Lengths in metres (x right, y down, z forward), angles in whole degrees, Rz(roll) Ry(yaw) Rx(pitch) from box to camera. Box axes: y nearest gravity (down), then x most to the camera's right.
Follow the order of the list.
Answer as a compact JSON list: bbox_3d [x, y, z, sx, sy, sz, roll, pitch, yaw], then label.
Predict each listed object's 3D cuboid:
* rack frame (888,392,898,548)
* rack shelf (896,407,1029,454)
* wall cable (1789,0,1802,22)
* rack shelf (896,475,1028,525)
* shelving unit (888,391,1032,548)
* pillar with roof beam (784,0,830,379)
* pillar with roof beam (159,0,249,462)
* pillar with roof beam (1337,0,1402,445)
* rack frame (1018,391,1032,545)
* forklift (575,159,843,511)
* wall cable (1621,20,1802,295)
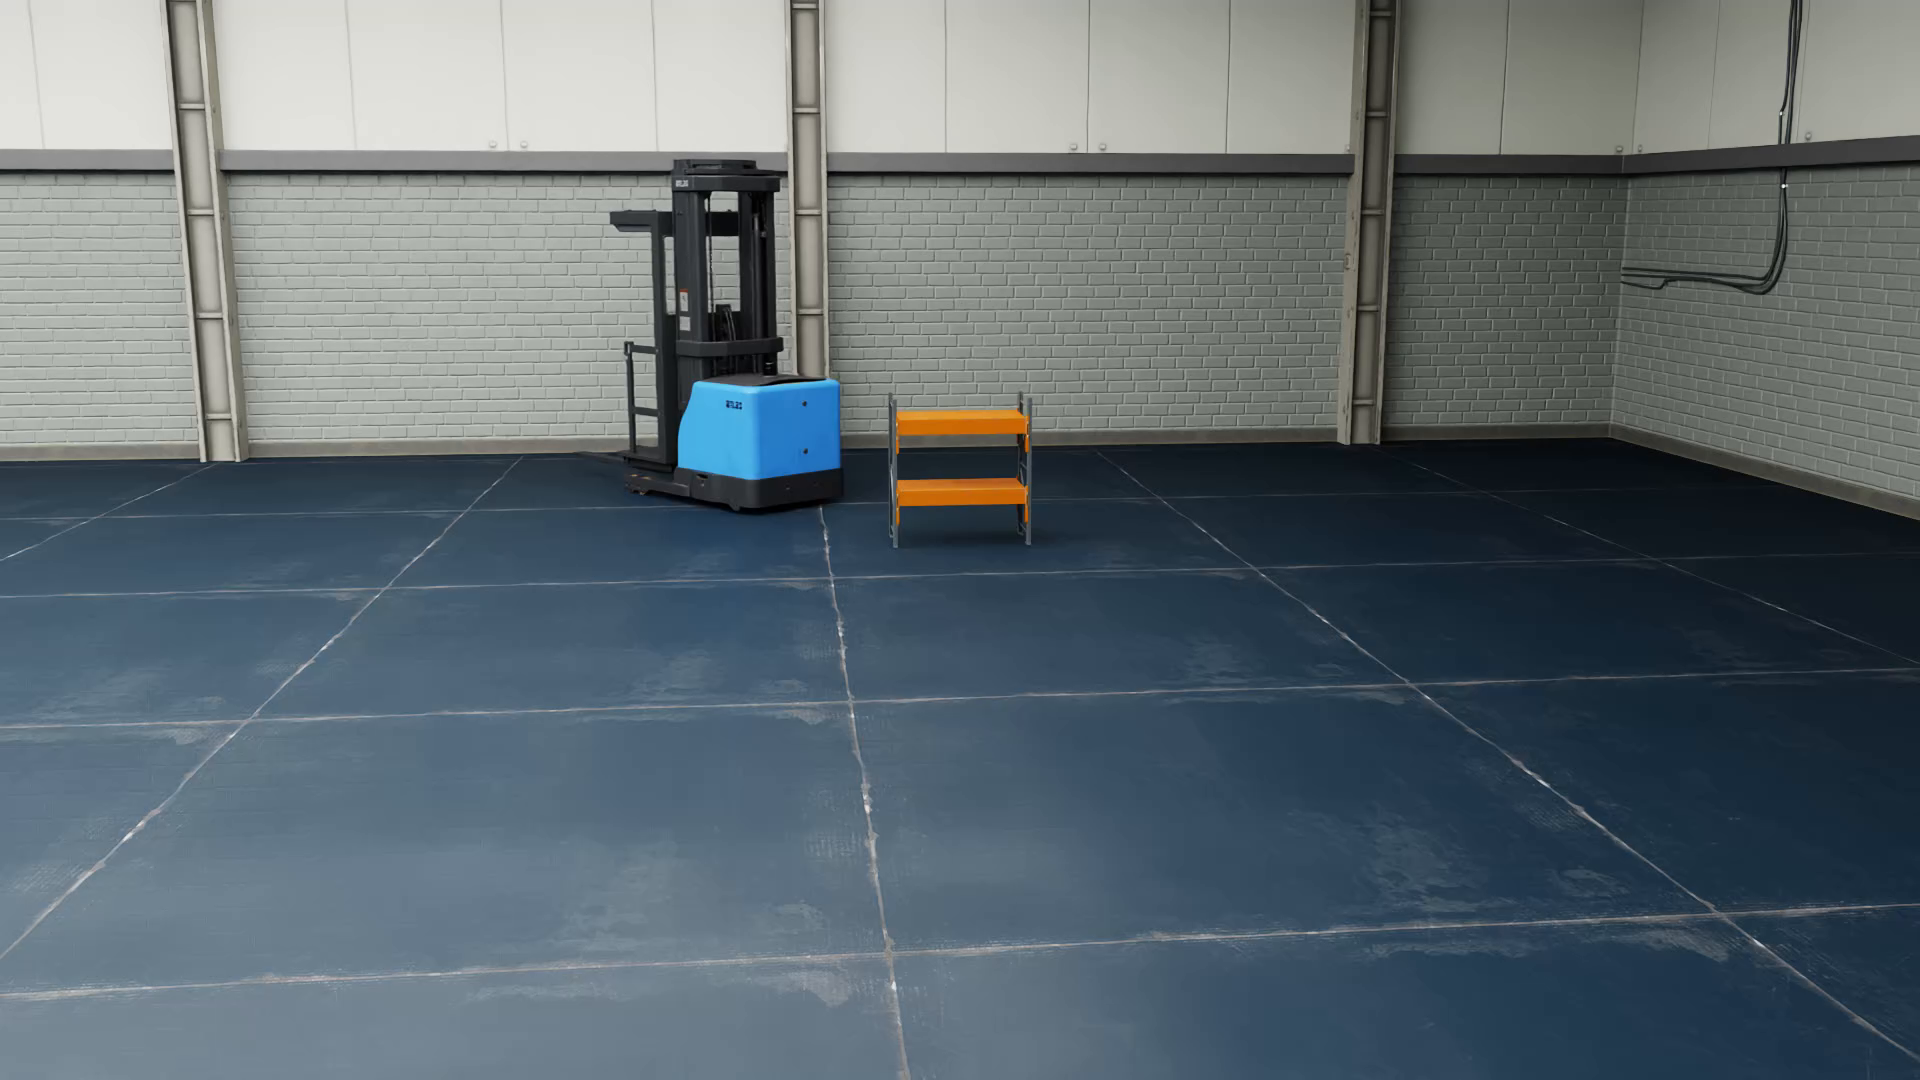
[{"bbox_3d":[-0.512,-0.541,12.705,0.032,1.125,0.500,-1,11,-6],"label":"rack frame"},{"bbox_3d":[-0.007,-0.839,12.702,1.000,0.278,0.538,-1,11,-6],"label":"rack shelf"},{"bbox_3d":[7.755,-5.734,13.663,0.112,2.526,3.097,-1,11,-6],"label":"wall cable"},{"bbox_3d":[-0.007,-0.312,12.806,1.000,0.278,0.538,-1,11,-6],"label":"rack shelf"},{"bbox_3d":[-0.007,-0.552,12.759,1.048,1.125,0.538,-1,11,-6],"label":"shelving unit"},{"bbox_3d":[-1.109,-4.540,12.632,0.400,9.000,9.100,-1,11,-6],"label":"pillar with roof beam"},{"bbox_3d":[-7.074,-4.415,11.996,0.400,9.000,9.100,-1,11,-6],"label":"pillar with roof beam"},{"bbox_3d":[4.856,-4.665,13.268,0.400,9.000,9.100,-1,11,-6],"label":"pillar with roof beam"},{"bbox_3d":[0.499,-0.562,12.813,0.032,1.125,0.500,-1,11,-6],"label":"rack frame"},{"bbox_3d":[-2.410,-1.902,14.946,1.130,2.935,3.031,-11,15,-43],"label":"forklift"},{"bbox_3d":[7.462,-3.775,16.789,0.112,2.526,3.097,-1,11,-6],"label":"wall cable"}]
